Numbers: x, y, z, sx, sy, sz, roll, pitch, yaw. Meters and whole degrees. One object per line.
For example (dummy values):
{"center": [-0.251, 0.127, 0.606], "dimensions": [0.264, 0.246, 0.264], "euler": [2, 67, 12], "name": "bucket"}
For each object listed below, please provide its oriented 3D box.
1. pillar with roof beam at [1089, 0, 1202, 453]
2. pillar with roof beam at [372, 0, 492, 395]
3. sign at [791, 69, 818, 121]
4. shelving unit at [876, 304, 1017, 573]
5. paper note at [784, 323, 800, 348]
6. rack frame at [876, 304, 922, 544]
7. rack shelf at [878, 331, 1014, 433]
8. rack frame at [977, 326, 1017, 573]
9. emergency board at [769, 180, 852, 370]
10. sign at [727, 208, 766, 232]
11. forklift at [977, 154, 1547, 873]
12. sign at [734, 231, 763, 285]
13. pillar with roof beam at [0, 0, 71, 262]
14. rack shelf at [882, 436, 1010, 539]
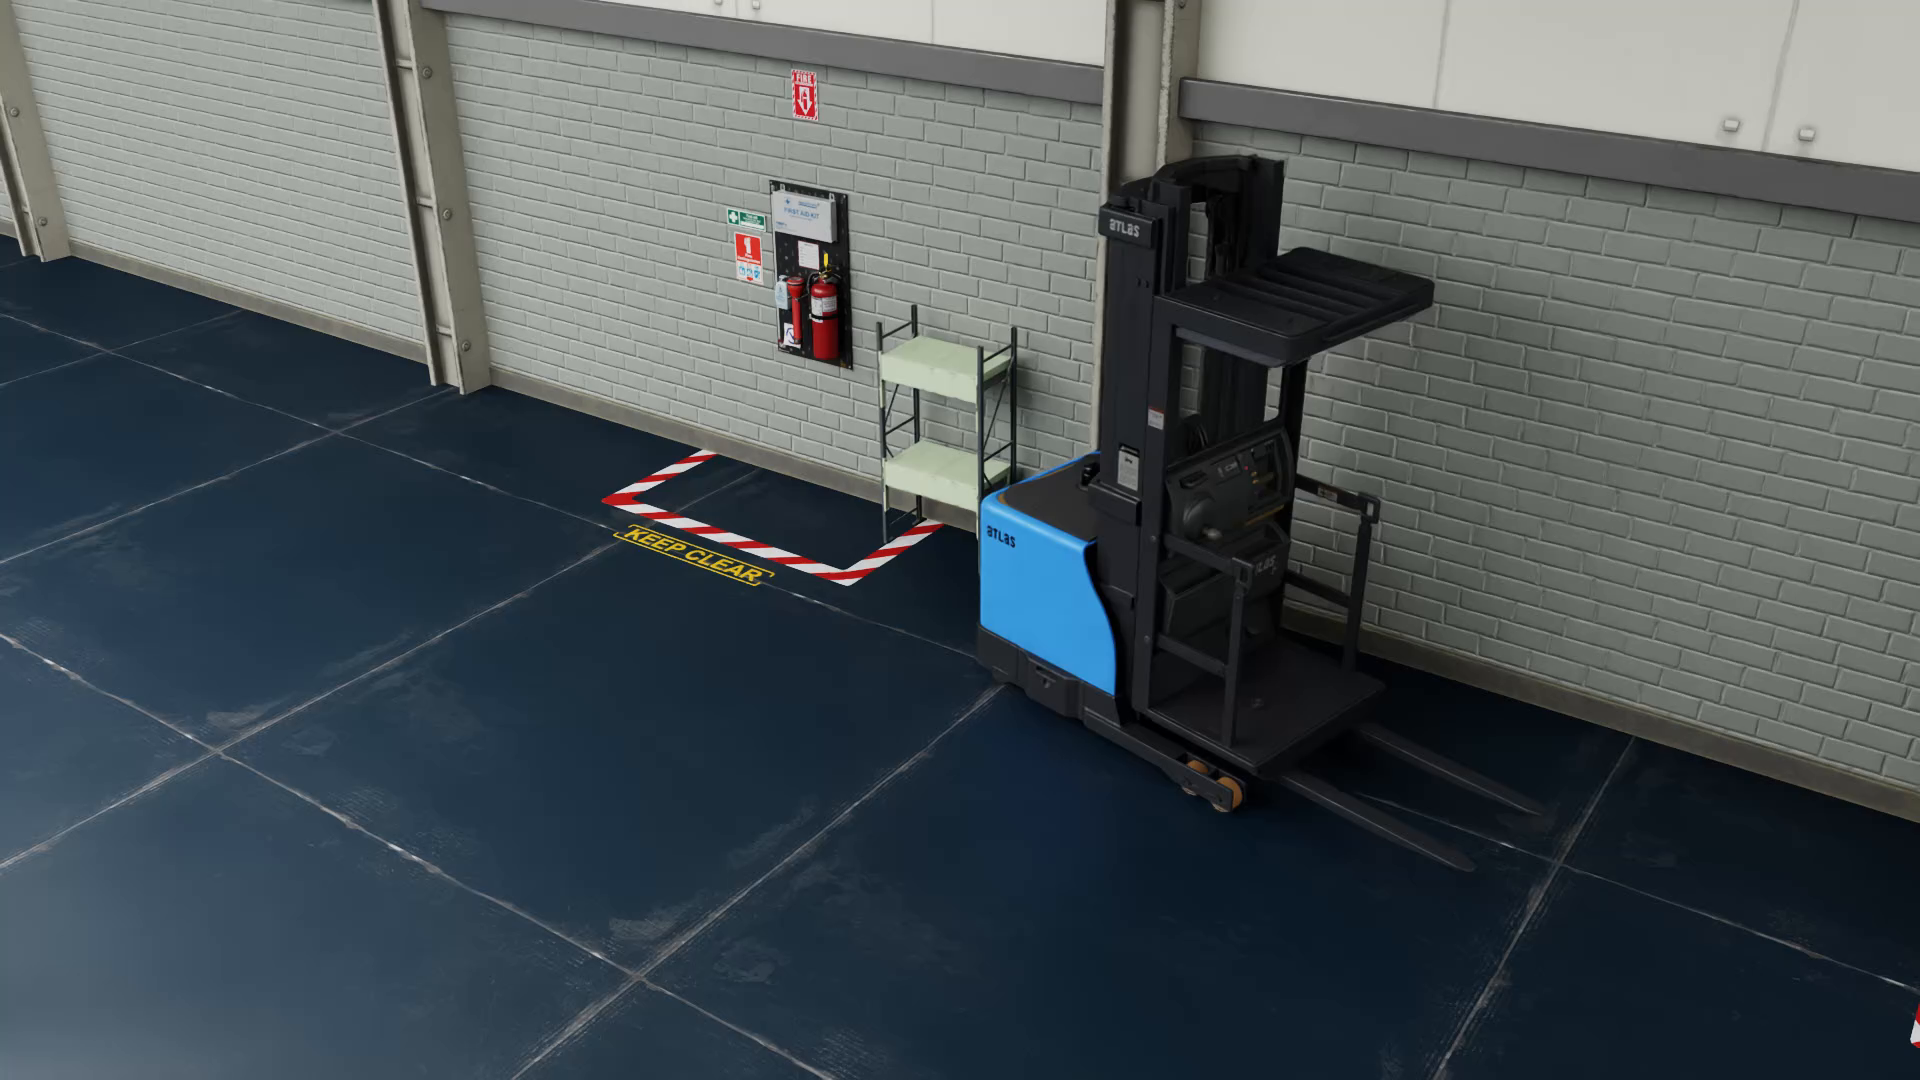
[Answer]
{"center": [-1.435, -2.100, 4.955], "dimensions": [0.400, 9.000, 9.100], "euler": [17, 32, 30], "name": "pillar with roof beam"}
{"center": [-6.380, -3.641, 7.983], "dimensions": [0.400, 9.000, 9.100], "euler": [17, 32, 30], "name": "pillar with roof beam"}
{"center": [-0.963, -2.757, 10.305], "dimensions": [0.199, 0.298, 0.001], "euler": [17, 32, 30], "name": "sign"}
{"center": [-0.075, -0.626, 10.316], "dimensions": [0.755, 1.500, 0.431], "euler": [17, 33, 30], "name": "shelving unit"}
{"center": [-1.120, -1.364, 11.093], "dimensions": [0.142, 0.148, 0.016], "euler": [17, 32, 30], "name": "paper note"}
{"center": [-0.378, -0.719, 10.499], "dimensions": [0.023, 1.500, 0.400], "euler": [17, 33, 30], "name": "rack frame"}
{"center": [-0.079, -0.971, 10.134], "dimensions": [0.720, 0.370, 0.431], "euler": [17, 33, 30], "name": "rack shelf"}
{"center": [0.228, -0.533, 10.134], "dimensions": [0.023, 1.500, 0.400], "euler": [17, 33, 30], "name": "rack frame"}
{"center": [-1.013, -1.685, 10.754], "dimensions": [0.643, 1.169, 0.194], "euler": [17, 32, 30], "name": "emergency board"}
{"center": [-1.411, -2.113, 10.971], "dimensions": [0.331, 0.109, 0.001], "euler": [17, 32, 30], "name": "sign"}
{"center": [1.469, -0.240, 7.990], "dimensions": [1.130, 2.935, 3.031], "euler": [-23, 35, -38], "name": "forklift"}
{"center": [-1.410, -1.881, 11.100], "dimensions": [0.234, 0.329, 0.001], "euler": [17, 32, 30], "name": "sign"}
{"center": [-11.326, -5.182, 11.010], "dimensions": [0.400, 9.000, 9.100], "euler": [17, 32, 30], "name": "pillar with roof beam"}
{"center": [-0.071, -0.338, 10.469], "dimensions": [0.720, 0.370, 0.431], "euler": [17, 33, 30], "name": "rack shelf"}
